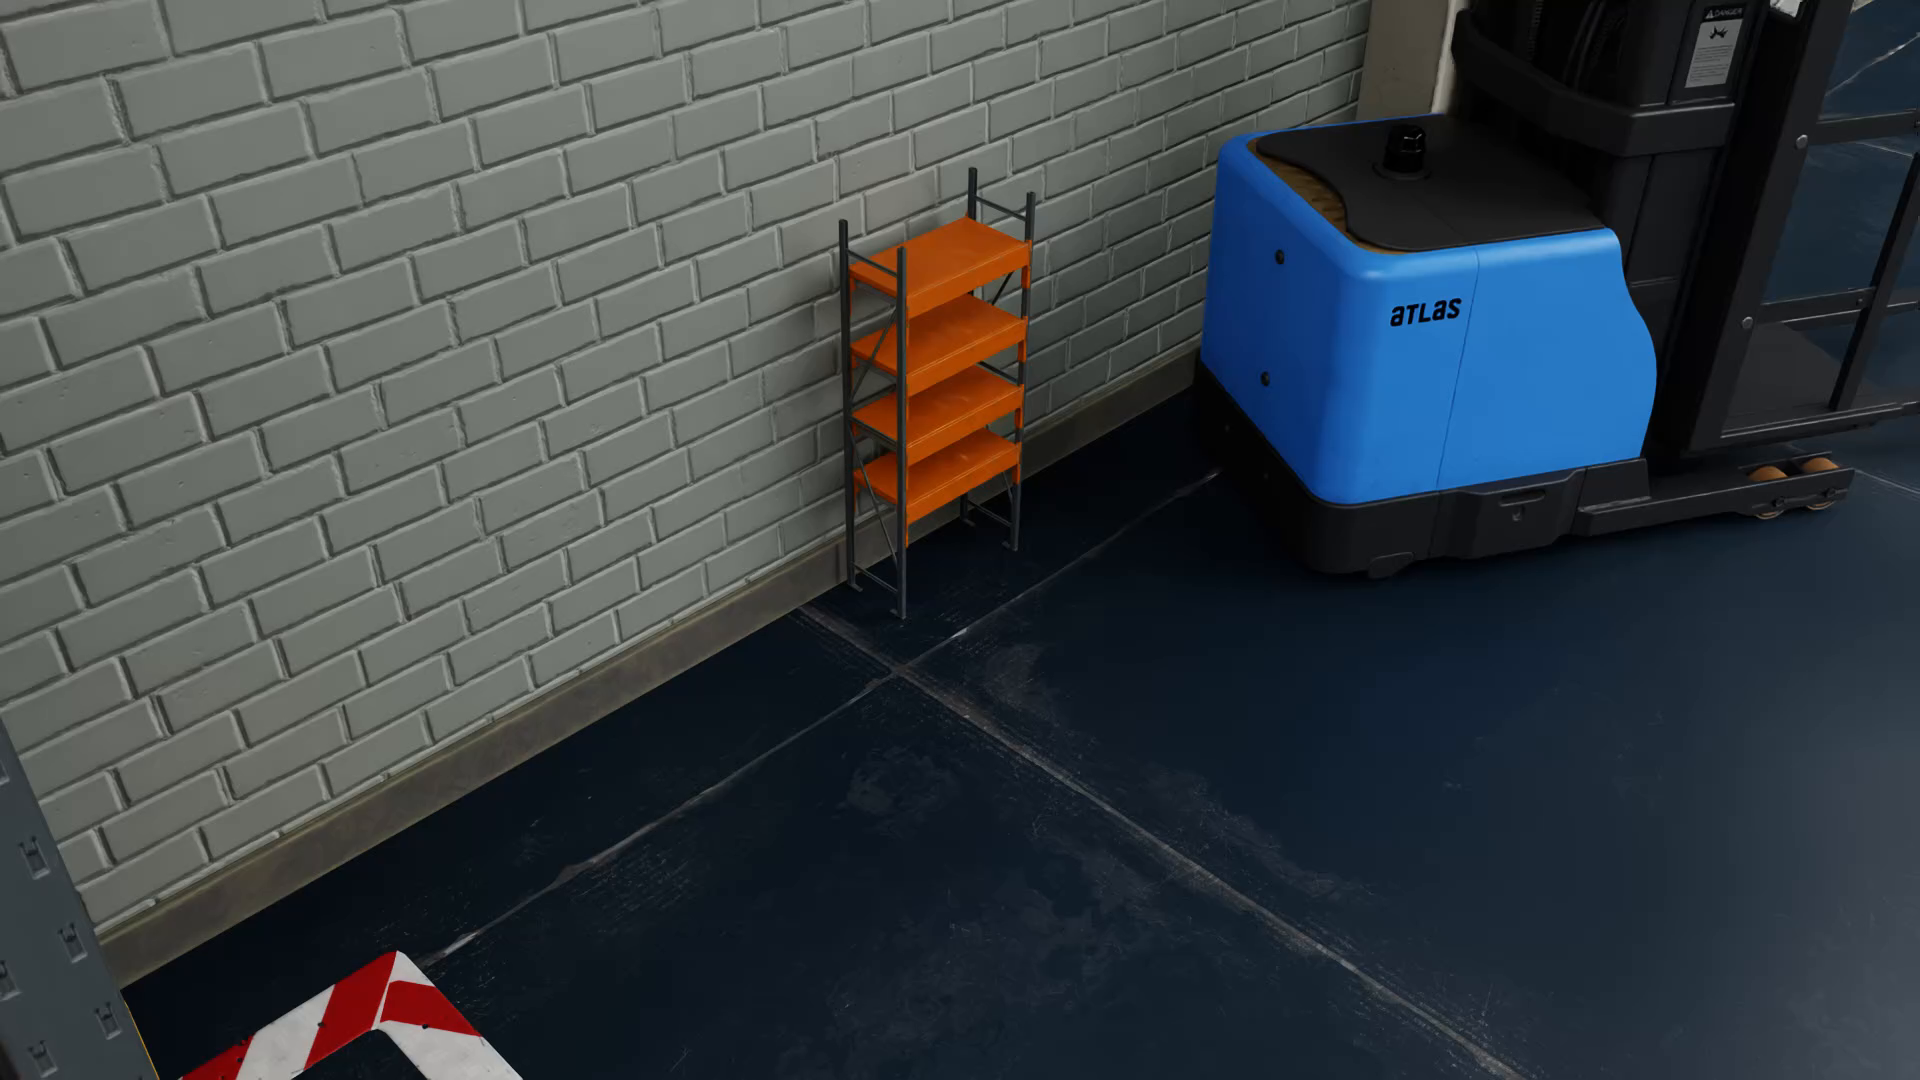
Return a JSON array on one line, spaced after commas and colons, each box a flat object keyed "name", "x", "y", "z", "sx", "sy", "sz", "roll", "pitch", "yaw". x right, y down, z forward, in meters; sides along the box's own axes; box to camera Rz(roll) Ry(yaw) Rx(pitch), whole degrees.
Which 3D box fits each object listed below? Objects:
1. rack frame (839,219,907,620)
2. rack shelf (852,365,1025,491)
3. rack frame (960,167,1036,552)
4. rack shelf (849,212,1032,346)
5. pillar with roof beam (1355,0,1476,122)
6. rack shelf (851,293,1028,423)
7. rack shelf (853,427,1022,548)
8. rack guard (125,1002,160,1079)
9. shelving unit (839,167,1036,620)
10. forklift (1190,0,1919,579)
[{"name": "rack frame", "x": -0.238, "y": -0.301, "z": 4.626, "sx": 0.240, "sy": 1.200, "sz": 0.015, "roll": 31, "pitch": 45, "yaw": 34}, {"name": "rack shelf", "x": -0.069, "y": -0.347, "z": 4.809, "sx": 0.258, "sy": 0.148, "sz": 0.480, "roll": 31, "pitch": 45, "yaw": 34}, {"name": "rack frame", "x": 0.102, "y": -0.501, "z": 4.913, "sx": 0.240, "sy": 1.200, "sz": 0.015, "roll": 31, "pitch": 45, "yaw": 34}, {"name": "rack shelf", "x": -0.060, "y": -0.719, "z": 4.538, "sx": 0.258, "sy": 0.148, "sz": 0.480, "roll": 31, "pitch": 45, "yaw": 34}, {"name": "pillar with roof beam", "x": 4.770, "y": -2.927, "z": 1.580, "sx": 9.100, "sy": 9.000, "sz": 0.400, "roll": 30, "pitch": 45, "yaw": 35}, {"name": "rack shelf", "x": -0.065, "y": -0.528, "z": 4.677, "sx": 0.258, "sy": 0.148, "sz": 0.480, "roll": 31, "pitch": 45, "yaw": 34}, {"name": "rack shelf", "x": -0.074, "y": -0.186, "z": 4.926, "sx": 0.258, "sy": 0.148, "sz": 0.480, "roll": 31, "pitch": 45, "yaw": 34}, {"name": "rack guard", "x": -1.366, "y": 1.331, "z": 2.905, "sx": 1.175, "sy": 0.500, "sz": 0.348, "roll": 30, "pitch": 45, "yaw": 35}, {"name": "shelving unit", "x": -0.068, "y": -0.401, "z": 4.770, "sx": 0.258, "sy": 1.200, "sz": 0.503, "roll": 31, "pitch": 45, "yaw": 34}, {"name": "forklift", "x": 2.367, "y": -1.551, "z": 4.912, "sx": 3.031, "sy": 2.935, "sz": 1.130, "roll": -9, "pitch": 36, "yaw": -13}]
